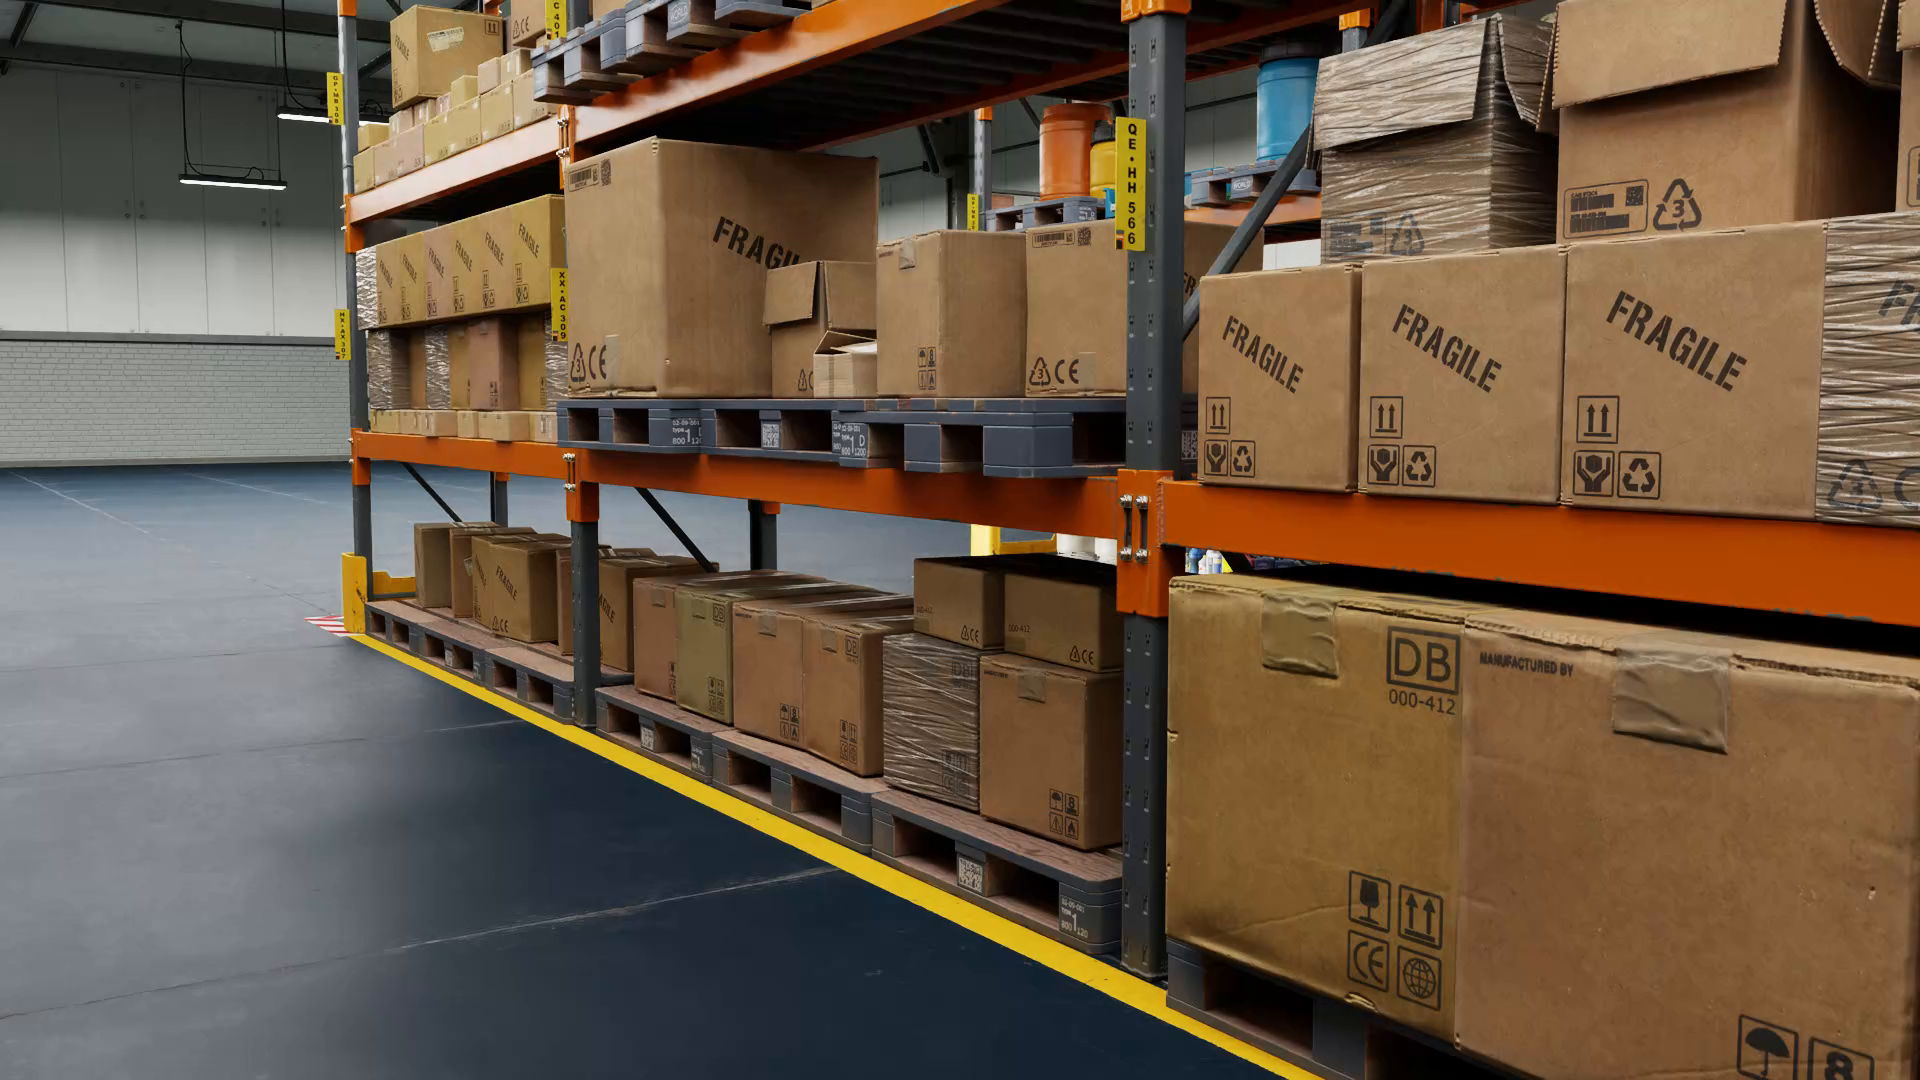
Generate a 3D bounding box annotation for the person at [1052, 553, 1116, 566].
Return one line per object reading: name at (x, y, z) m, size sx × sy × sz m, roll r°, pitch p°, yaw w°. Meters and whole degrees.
person at (0.621, 0.487, 7.391) m, size 0.513 × 0.834 × 0.942 m, roll -3°, pitch 6°, yaw -36°
